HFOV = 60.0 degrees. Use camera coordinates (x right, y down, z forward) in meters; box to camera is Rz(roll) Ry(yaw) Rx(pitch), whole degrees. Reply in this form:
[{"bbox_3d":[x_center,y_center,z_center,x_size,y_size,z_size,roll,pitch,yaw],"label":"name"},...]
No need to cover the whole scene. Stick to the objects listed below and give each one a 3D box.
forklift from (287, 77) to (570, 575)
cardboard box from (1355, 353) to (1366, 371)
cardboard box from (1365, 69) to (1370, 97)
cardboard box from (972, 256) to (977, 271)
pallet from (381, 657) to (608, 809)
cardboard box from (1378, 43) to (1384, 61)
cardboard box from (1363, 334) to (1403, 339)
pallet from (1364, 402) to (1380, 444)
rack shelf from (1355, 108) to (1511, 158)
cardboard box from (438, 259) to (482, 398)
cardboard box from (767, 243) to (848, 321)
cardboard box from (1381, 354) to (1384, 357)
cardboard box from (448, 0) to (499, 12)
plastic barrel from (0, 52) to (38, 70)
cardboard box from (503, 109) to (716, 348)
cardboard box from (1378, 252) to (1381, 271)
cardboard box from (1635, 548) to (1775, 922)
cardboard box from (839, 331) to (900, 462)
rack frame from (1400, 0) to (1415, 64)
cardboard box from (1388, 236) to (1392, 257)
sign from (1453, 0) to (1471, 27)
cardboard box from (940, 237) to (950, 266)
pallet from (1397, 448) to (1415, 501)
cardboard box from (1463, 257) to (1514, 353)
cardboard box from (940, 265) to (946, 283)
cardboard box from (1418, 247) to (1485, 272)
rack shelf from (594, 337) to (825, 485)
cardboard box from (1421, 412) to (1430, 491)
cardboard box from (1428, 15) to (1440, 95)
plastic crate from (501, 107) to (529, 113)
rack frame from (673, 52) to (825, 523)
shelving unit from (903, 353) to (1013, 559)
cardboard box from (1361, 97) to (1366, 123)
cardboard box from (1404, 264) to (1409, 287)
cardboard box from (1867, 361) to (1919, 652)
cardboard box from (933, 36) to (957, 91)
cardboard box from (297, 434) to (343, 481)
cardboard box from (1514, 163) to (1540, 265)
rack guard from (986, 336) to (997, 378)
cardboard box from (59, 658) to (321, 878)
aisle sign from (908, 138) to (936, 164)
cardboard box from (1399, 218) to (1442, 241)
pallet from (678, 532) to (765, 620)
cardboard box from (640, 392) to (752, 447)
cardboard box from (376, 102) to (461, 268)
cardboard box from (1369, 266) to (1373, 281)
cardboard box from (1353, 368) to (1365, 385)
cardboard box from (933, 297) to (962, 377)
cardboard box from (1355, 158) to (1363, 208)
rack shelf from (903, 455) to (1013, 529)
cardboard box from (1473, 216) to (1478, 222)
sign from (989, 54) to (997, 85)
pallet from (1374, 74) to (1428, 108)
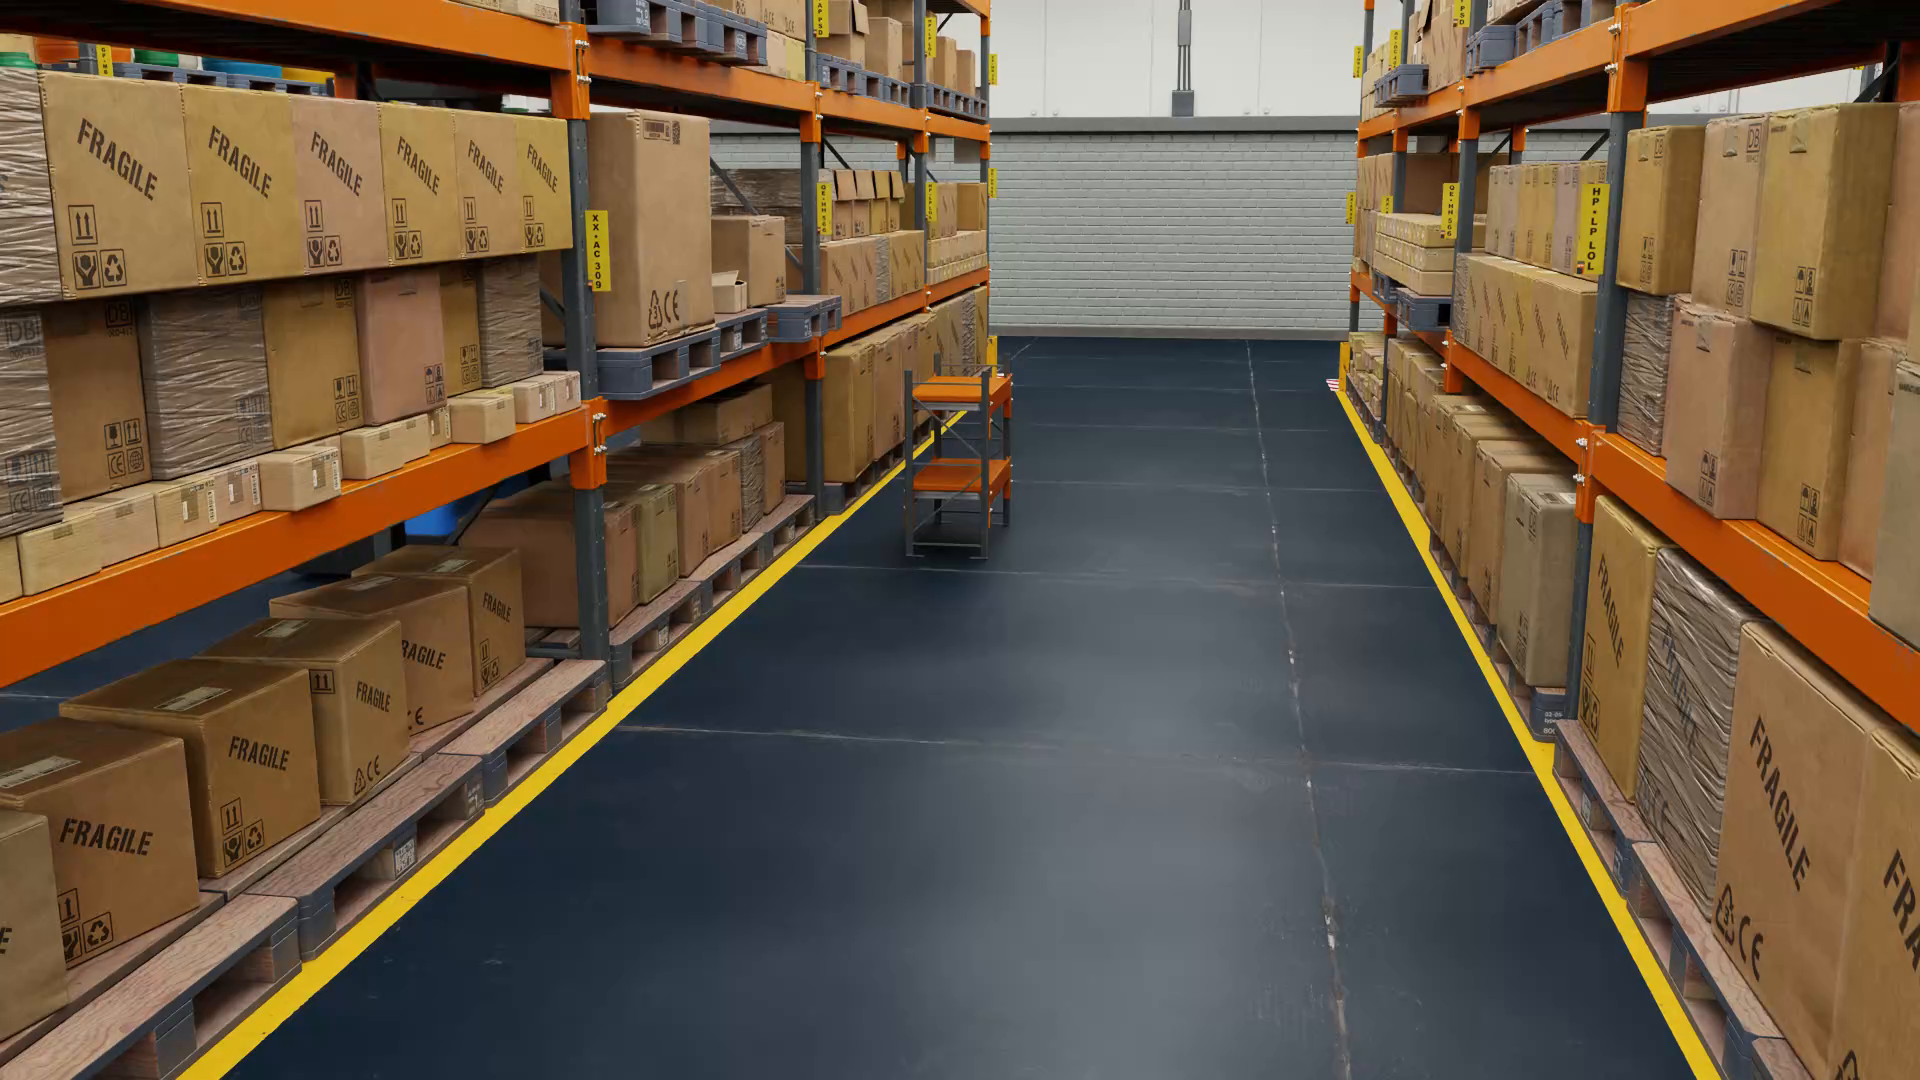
[{"bbox_3d":[-3.048,-1.479,10.397,1.130,2.935,3.031,2,12,9],"label":"forklift"},{"bbox_3d":[4.178,-1.791,16.747,0.380,0.149,0.250,2,12,10],"label":"cardboard box"},{"bbox_3d":[4.303,-4.539,16.485,0.500,0.250,0.500,2,12,8],"label":"cardboard box"},{"bbox_3d":[-0.026,-2.909,17.468,0.380,0.149,0.250,2,12,10],"label":"cardboard box"},{"bbox_3d":[-2.093,0.727,6.619,1.003,0.211,1.213,2,12,9],"label":"pallet"},{"bbox_3d":[4.062,-4.490,15.313,0.380,0.149,0.250,2,12,8],"label":"cardboard box"},{"bbox_3d":[4.367,-2.037,17.181,0.380,0.149,0.250,2,12,10],"label":"cardboard box"},{"bbox_3d":[4.160,-1.039,14.811,1.003,0.211,1.213,2,12,9],"label":"pallet"},{"bbox_3d":[4.399,-3.792,15.555,1.077,0.370,4.000,2,12,9],"label":"rack shelf"},{"bbox_3d":[-2.266,-0.777,6.035,0.875,0.500,0.500,2,12,9],"label":"cardboard box"},{"bbox_3d":[-1.066,-1.751,11.261,0.500,0.500,0.500,2,12,10],"label":"cardboard box"},{"bbox_3d":[4.037,-1.604,15.173,0.380,0.149,0.250,2,12,11],"label":"cardboard box"},{"bbox_3d":[-1.927,-1.958,5.697,0.500,0.250,0.500,2,12,10],"label":"cardboard box"},{"bbox_3d":[-6.291,-3.108,11.042,0.294,0.245,0.294,0,12,0],"label":"plastic barrel"},{"bbox_3d":[-1.764,-1.437,7.618,1.000,1.000,1.000,2,12,9],"label":"cardboard box"},{"bbox_3d":[3.540,-2.218,13.266,0.380,0.149,0.250,2,12,10],"label":"cardboard box"},{"bbox_3d":[2.560,0.554,4.847,0.875,0.875,0.875,2,12,9],"label":"cardboard box"},{"bbox_3d":[-1.138,-1.105,12.546,1.225,0.875,0.875,2,12,9],"label":"cardboard box"},{"bbox_3d":[4.091,-5.193,13.231,1.000,3.000,0.127,2,12,9],"label":"rack frame"},{"bbox_3d":[3.421,-2.203,12.491,0.380,0.149,0.250,2,12,11],"label":"cardboard box"},{"bbox_3d":[2.940,-3.165,9.713,0.100,0.325,0.005,2,12,9],"label":"sign"},{"bbox_3d":[-0.381,-2.707,15.585,0.500,0.250,0.500,2,12,8],"label":"cardboard box"},{"bbox_3d":[3.788,-0.481,12.223,1.003,0.211,1.213,2,12,9],"label":"pallet"},{"bbox_3d":[3.065,-1.286,9.105,0.500,0.500,0.500,2,12,8],"label":"cardboard box"},{"bbox_3d":[-0.340,-2.480,15.477,0.380,0.149,0.250,2,12,11],"label":"cardboard box"},{"bbox_3d":[3.102,-1.774,10.496,0.380,0.149,0.250,2,12,10],"label":"cardboard box"},{"bbox_3d":[-1.717,-0.842,8.987,1.077,0.370,4.000,2,12,9],"label":"rack shelf"},{"bbox_3d":[3.319,-0.557,10.894,0.500,0.500,0.500,2,12,8],"label":"cardboard box"},{"bbox_3d":[3.458,-3.279,11.230,0.500,0.500,0.500,2,12,9],"label":"cardboard box"},{"bbox_3d":[-4.942,-4.584,18.026,0.450,0.188,0.336,2,12,9],"label":"plastic crate"},{"bbox_3d":[-1.409,-1.610,10.843,1.000,3.000,0.127,2,12,9],"label":"rack frame"},{"bbox_3d":[0.001,-0.551,10.381,0.538,1.125,1.048,2,12,9],"label":"shelving unit"},{"bbox_3d":[4.385,-4.401,17.032,0.500,0.250,0.500,2,12,11],"label":"cardboard box"},{"bbox_3d":[3.219,-1.785,11.256,0.380,0.149,0.250,2,12,8],"label":"cardboard box"},{"bbox_3d":[2.321,-0.030,3.156,0.875,0.550,0.550,2,12,9],"label":"cardboard box"},{"bbox_3d":[-0.425,-4.593,16.093,0.700,0.500,0.500,2,12,11],"label":"cardboard box"},{"bbox_3d":[-2.126,-0.239,5.077,0.380,0.149,0.250,2,12,9],"label":"cardboard box"},{"bbox_3d":[3.244,-1.660,8.467,0.700,0.500,0.500,2,12,8],"label":"cardboard box"},{"bbox_3d":[-0.175,-2.058,18.857,1.175,0.500,0.348,2,12,9],"label":"rack guard"},{"bbox_3d":[-2.354,0.687,5.120,0.500,0.500,0.500,3,13,14],"label":"cardboard box"},{"bbox_3d":[-0.464,-4.571,18.411,0.394,0.787,0.004,2,12,9],"label":"aisle sign"},{"bbox_3d":[3.300,-2.187,11.710,0.380,0.149,0.250,2,12,11],"label":"cardboard box"},{"bbox_3d":[-1.721,0.169,9.207,1.003,0.211,1.213,2,12,9],"label":"pallet"},{"bbox_3d":[-1.554,-0.718,9.816,0.500,0.250,0.500,3,13,15],"label":"cardboard box"},{"bbox_3d":[-1.975,-1.149,5.390,0.500,0.500,0.500,2,12,9],"label":"cardboard box"},{"bbox_3d":[4.073,-2.533,15.722,0.380,0.149,0.250,2,12,10],"label":"cardboard box"},{"bbox_3d":[4.171,-1.648,16.789,0.380,0.149,0.250,2,12,9],"label":"cardboard box"},{"bbox_3d":[-0.475,-1.931,16.381,0.875,0.875,0.875,2,12,9],"label":"cardboard box"},{"bbox_3d":[4.375,-3.692,17.186,0.500,0.500,0.500,2,12,8],"label":"cardboard box"},{"bbox_3d":[0.001,-0.312,10.433,0.538,0.278,1.000,2,12,9],"label":"rack shelf"},{"bbox_3d":[4.100,-2.380,12.603,0.380,0.149,0.250,2,12,8],"label":"cardboard box"},{"bbox_3d":[0.355,-5.115,18.075,0.100,0.325,0.005,2,12,9],"label":"sign"},{"bbox_3d":[3.891,-3.510,12.987,1.213,0.211,1.003,2,12,9],"label":"pallet"}]
